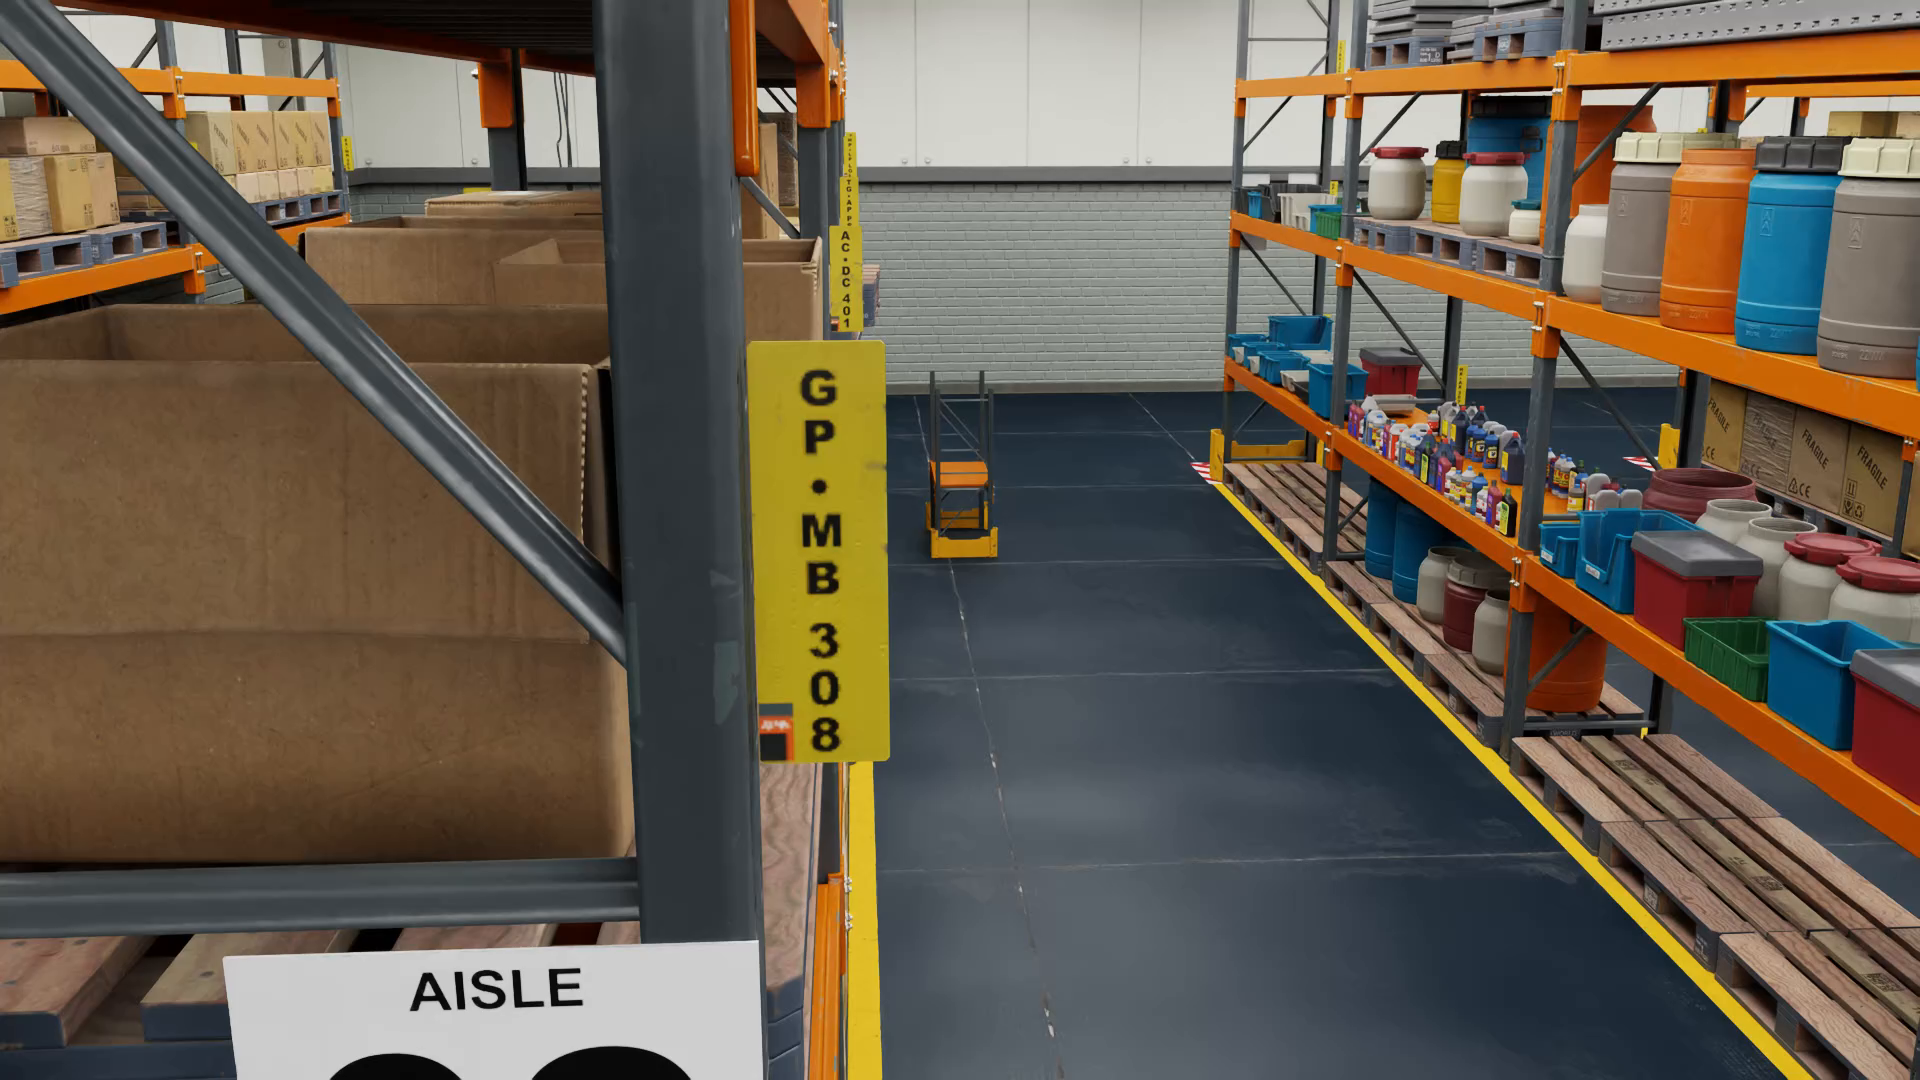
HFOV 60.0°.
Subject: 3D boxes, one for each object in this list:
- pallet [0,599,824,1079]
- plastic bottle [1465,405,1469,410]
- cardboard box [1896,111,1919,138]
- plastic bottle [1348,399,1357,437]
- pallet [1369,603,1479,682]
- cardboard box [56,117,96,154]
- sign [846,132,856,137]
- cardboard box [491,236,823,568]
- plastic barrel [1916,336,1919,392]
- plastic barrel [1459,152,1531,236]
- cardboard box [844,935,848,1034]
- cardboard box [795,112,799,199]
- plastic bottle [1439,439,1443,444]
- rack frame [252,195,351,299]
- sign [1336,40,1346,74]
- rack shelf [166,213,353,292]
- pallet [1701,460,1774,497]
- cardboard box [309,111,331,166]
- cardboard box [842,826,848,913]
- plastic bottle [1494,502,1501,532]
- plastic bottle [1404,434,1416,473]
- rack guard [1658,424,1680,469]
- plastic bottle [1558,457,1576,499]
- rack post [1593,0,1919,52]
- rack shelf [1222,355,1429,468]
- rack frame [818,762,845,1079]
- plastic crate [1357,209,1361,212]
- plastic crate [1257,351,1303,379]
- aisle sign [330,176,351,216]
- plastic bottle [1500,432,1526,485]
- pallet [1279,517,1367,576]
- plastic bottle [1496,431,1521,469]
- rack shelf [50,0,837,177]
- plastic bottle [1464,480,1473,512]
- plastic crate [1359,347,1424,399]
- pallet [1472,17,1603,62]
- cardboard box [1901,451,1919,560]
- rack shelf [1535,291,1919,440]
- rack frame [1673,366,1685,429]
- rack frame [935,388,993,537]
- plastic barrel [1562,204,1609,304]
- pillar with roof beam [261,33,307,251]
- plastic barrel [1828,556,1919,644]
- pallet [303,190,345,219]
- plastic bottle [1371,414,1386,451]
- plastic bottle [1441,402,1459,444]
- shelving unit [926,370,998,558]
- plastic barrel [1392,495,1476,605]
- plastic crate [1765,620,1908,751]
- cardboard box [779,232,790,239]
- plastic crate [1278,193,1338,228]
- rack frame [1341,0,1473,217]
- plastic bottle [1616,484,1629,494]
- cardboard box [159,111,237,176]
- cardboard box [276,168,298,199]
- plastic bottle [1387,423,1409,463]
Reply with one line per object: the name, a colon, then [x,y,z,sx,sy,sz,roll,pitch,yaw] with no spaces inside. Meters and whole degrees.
pallet: [-0.676,0.349,2.032,1.003,0.211,1.213,-1,14,-3]
plastic bottle: [3.949,-0.919,13.035,0.061,0.283,0.133,-1,14,-3]
cardboard box: [8.434,-3.552,14.265,0.500,0.250,0.500,-2,15,-7]
plastic bottle: [3.139,-0.971,13.237,0.061,0.283,0.133,-1,14,-3]
pallet: [3.627,0.722,12.020,1.003,0.211,1.213,-1,14,-3]
cardboard box: [-6.422,-2.829,11.615,0.500,0.250,0.500,0,14,1]
sign: [-1.095,-3.929,16.705,0.100,0.325,0.005,-1,14,-3]
cardboard box: [-0.489,-0.255,2.876,0.500,0.500,0.500,-1,14,-3]
plastic barrel: [3.790,-0.954,5.912,0.600,0.901,0.708,-1,14,-3]
plastic barrel: [3.530,-2.291,10.998,0.433,0.535,0.433,0,14,0]
cardboard box: [-0.714,1.837,6.766,0.500,0.250,0.500,-1,14,-2]
cardboard box: [-1.206,-2.275,9.847,0.500,0.500,0.500,-1,14,-3]
plastic bottle: [3.398,-0.578,11.736,0.097,0.271,0.097,0,14,0]
rack frame: [-6.594,-1.967,16.875,1.000,3.000,0.127,-1,14,-3]
sign: [3.842,-4.881,16.811,0.100,0.325,0.005,-1,14,-3]
rack shelf: [-6.470,-2.574,14.657,1.077,0.370,4.000,-1,14,-3]
pallet: [8.365,-0.648,17.346,1.003,0.211,1.213,-1,14,-3]
cardboard box: [-6.276,-3.784,15.670,0.500,0.500,0.500,-1,14,-4]
cardboard box: [-0.742,1.437,7.196,0.500,0.311,0.500,-1,14,-5]
plastic bottle: [3.350,-0.157,10.239,0.097,0.201,0.097,0,14,0]
plastic bottle: [3.242,-0.625,11.916,0.097,0.271,0.097,0,14,0]
rack guard: [8.236,-0.992,18.101,1.175,0.500,0.348,-1,14,-3]
plastic bottle: [4.055,-0.415,11.103,0.097,0.271,0.097,0,14,0]
rack post: [3.830,-2.626,6.996,1.013,1.000,3.121,-1,14,-3]
rack shelf: [3.418,-1.274,15.626,1.077,0.370,4.000,-1,14,-3]
rack frame: [-0.906,0.940,5.576,1.000,3.000,0.127,-1,14,-3]
plastic crate: [3.670,-2.935,15.146,0.437,0.136,0.530,-1,14,-3]
plastic crate: [3.063,-1.674,15.952,0.416,0.233,0.300,-1,14,-3]
aisle sign: [-6.299,-3.248,16.638,0.394,0.787,0.004,-1,14,-3]
plastic bottle: [3.850,-0.568,11.536,0.144,0.351,0.185,-1,14,-3]
pallet: [3.458,0.043,14.659,1.003,0.211,1.213,-1,14,-3]
plastic bottle: [3.966,-0.665,12.062,0.152,0.276,0.135,-1,14,-3]
rack shelf: [-0.782,-0.926,3.035,1.077,0.370,4.000,-1,14,-3]
plastic bottle: [3.318,-0.287,10.745,0.097,0.201,0.097,0,14,0]
plastic crate: [3.737,-1.411,14.465,0.402,0.464,0.583,-1,14,-3]
pallet: [3.776,-2.930,9.761,1.213,0.211,1.003,-1,14,-3]
cardboard box: [8.545,-0.217,13.495,1.225,0.875,0.875,-1,14,-3]
rack shelf: [3.914,-0.737,7.519,1.077,0.370,4.000,-1,14,-3]
rack frame: [8.238,-2.196,17.766,1.000,3.000,0.127,-1,14,-3]
rack frame: [0.037,-0.579,14.489,0.500,1.500,0.032,-1,14,-3]
plastic barrel: [3.503,-1.555,9.030,0.421,0.512,0.421,0,14,0]
pillar with roof beam: [-3.328,-5.597,18.943,9.100,9.000,0.400,-1,14,-3]
plastic barrel: [4.152,0.375,7.500,0.433,0.535,0.433,0,14,0]
pallet: [-6.537,-3.192,15.796,1.003,0.211,1.213,-1,14,-3]
plastic bottle: [3.193,-0.821,12.681,0.097,0.271,0.097,0,14,0]
plastic bottle: [3.782,-0.875,12.731,0.144,0.351,0.185,-1,14,-3]
shelving unit: [0.005,-0.707,14.989,0.587,1.500,1.083,-1,14,-3]
plastic barrel: [3.603,-0.001,12.601,0.600,0.901,0.708,-1,14,-3]
plastic crate: [3.659,0.603,6.920,0.392,0.384,0.575,-1,14,-3]
cardboard box: [-0.995,-1.254,7.541,0.500,0.250,0.500,-1,14,-5]
plastic crate: [3.124,-2.959,14.949,0.437,0.282,0.530,-1,14,-3]
rack frame: [3.542,-4.030,12.855,1.000,3.000,0.127,-1,14,-3]
plastic bottle: [4.106,-0.210,10.304,0.097,0.271,0.097,0,14,0]
cardboard box: [-6.110,-3.149,13.201,0.500,0.500,0.500,-1,14,-4]
cardboard box: [-6.213,-3.162,14.757,0.500,0.250,0.500,-1,14,-5]
plastic bottle: [3.248,-0.714,12.253,0.152,0.276,0.135,-1,14,-3]
